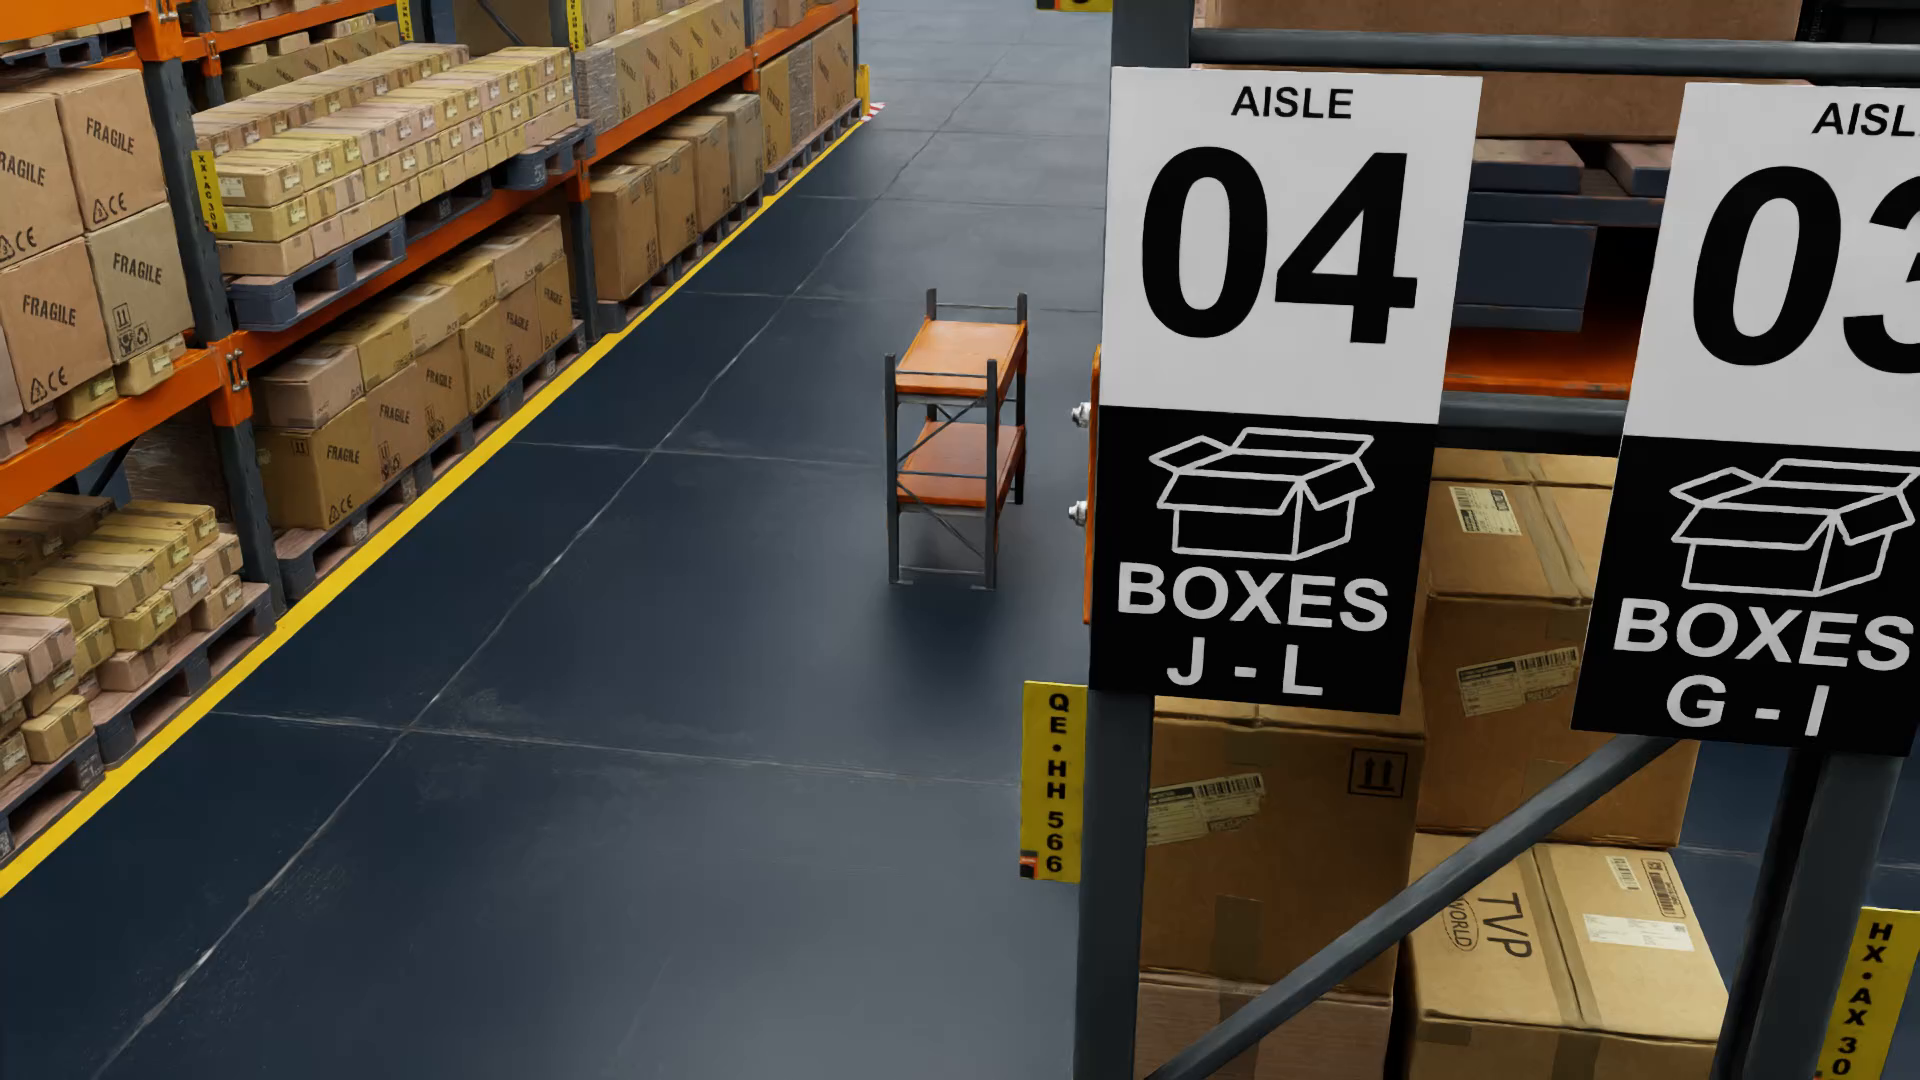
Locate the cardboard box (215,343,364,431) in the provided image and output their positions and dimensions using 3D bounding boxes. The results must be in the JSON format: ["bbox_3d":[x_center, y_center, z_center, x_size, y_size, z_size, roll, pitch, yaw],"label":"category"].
[{"bbox_3d":[-3.172,-0.728,7.837,0.500,0.250,0.500,3,25,6],"label":"cardboard box"}]

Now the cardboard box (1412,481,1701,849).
[{"bbox_3d":[1.096,0.221,3.180,0.500,0.500,0.500,3,25,7],"label":"cardboard box"}]

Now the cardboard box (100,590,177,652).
[{"bbox_3d":[-3.350,0.307,6.572,0.380,0.149,0.250,3,25,7],"label":"cardboard box"}]

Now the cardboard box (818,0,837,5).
[{"bbox_3d":[-1.677,-5.737,16.791,0.875,0.550,0.550,4,25,9],"label":"cardboard box"}]

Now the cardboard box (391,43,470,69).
[{"bbox_3d":[-3.168,-2.877,9.958,0.380,0.149,0.250,4,25,9],"label":"cardboard box"}]

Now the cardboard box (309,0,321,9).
[{"bbox_3d":[-6.547,-5.324,16.382,0.380,0.149,0.250,4,25,8],"label":"cardboard box"}]

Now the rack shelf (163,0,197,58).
[{"bbox_3d":[-3.227,-2.909,8.237,1.077,0.370,4.000,4,25,9],"label":"rack shelf"}]

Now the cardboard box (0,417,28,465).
[{"bbox_3d":[-3.488,-0.346,5.747,0.380,0.149,0.250,3,25,6],"label":"cardboard box"}]

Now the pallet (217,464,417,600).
[{"bbox_3d":[-3.428,-0.103,8.221,1.003,0.211,1.213,4,25,9],"label":"pallet"}]

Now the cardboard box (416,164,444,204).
[{"bbox_3d":[-2.828,-1.796,8.349,0.380,0.149,0.250,4,25,8],"label":"cardboard box"}]

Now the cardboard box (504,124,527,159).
[{"bbox_3d":[-2.656,-2.236,9.289,0.380,0.149,0.250,4,25,8],"label":"cardboard box"}]

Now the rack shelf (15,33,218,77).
[{"bbox_3d":[-7.473,-3.524,13.090,1.077,0.370,4.000,4,25,9],"label":"rack shelf"}]

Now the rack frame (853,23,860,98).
[{"bbox_3d":[-1.593,-6.059,17.656,1.000,3.000,0.127,4,25,9],"label":"rack frame"}]

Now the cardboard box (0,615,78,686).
[{"bbox_3d":[-3.464,0.395,6.033,0.380,0.149,0.250,3,25,6],"label":"cardboard box"}]

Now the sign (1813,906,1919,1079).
[{"bbox_3d":[1.216,0.632,2.247,0.100,0.325,0.005,4,25,9],"label":"sign"}]

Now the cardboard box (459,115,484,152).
[{"bbox_3d":[-2.740,-2.146,8.747,0.380,0.149,0.250,5,25,10],"label":"cardboard box"}]

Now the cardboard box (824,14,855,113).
[{"bbox_3d":[-1.638,-4.999,17.401,0.875,0.875,0.875,4,25,9],"label":"cardboard box"}]

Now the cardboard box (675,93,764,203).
[{"bbox_3d":[-2.259,-3.291,13.902,1.050,0.750,0.750,4,25,8],"label":"cardboard box"}]

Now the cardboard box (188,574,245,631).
[{"bbox_3d":[-3.282,0.249,7.048,0.380,0.149,0.250,4,25,9],"label":"cardboard box"}]

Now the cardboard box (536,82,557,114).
[{"bbox_3d":[-2.574,-2.574,9.661,0.380,0.149,0.250,5,26,10],"label":"cardboard box"}]

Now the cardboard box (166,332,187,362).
[{"bbox_3d":[-3.370,-0.791,6.697,0.380,0.149,0.250,4,25,8],"label":"cardboard box"}]

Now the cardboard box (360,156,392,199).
[{"bbox_3d":[-2.912,-1.709,7.814,0.380,0.149,0.250,3,25,6],"label":"cardboard box"}]

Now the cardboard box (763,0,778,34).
[{"bbox_3d":[-2.130,-4.841,14.876,0.875,0.550,0.550,4,25,9],"label":"cardboard box"}]

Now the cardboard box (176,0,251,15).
[{"bbox_3d":[-6.800,-5.031,14.992,0.500,0.500,0.500,4,25,8],"label":"cardboard box"}]

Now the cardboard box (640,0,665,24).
[{"bbox_3d":[-2.571,-4.038,12.042,0.700,0.500,0.500,4,25,8],"label":"cardboard box"}]

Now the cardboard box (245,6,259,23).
[{"bbox_3d":[-6.775,-4.905,15.487,0.380,0.149,0.250,4,25,8],"label":"cardboard box"}]

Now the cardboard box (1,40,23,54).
[{"bbox_3d":[-7.359,-3.781,12.590,0.380,0.149,0.250,5,26,11],"label":"cardboard box"}]

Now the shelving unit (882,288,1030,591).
[{"bbox_3d":[-0.001,-0.507,8.005,0.538,1.125,1.048,4,25,9],"label":"shelving unit"}]

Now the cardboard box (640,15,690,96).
[{"bbox_3d":[-2.314,-3.559,12.198,0.500,0.500,0.500,4,25,8],"label":"cardboard box"}]

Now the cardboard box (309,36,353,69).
[{"bbox_3d":[-6.538,-4.862,16.962,0.500,0.500,0.500,3,25,7],"label":"cardboard box"}]

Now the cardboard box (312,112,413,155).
[{"bbox_3d":[-2.867,-1.954,7.986,0.380,0.149,0.250,4,25,8],"label":"cardboard box"}]

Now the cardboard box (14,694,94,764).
[{"bbox_3d":[-3.451,0.681,6.123,0.380,0.149,0.250,4,25,8],"label":"cardboard box"}]

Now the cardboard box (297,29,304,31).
[{"bbox_3d":[-6.982,-5.097,17.464,0.500,0.500,0.500,3,25,7],"label":"cardboard box"}]

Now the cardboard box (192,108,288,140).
[{"bbox_3d":[-3.507,-2.000,8.084,0.380,0.149,0.250,3,25,7],"label":"cardboard box"}]

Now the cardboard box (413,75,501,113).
[{"bbox_3d":[-2.699,-2.395,8.928,0.380,0.149,0.250,4,25,9],"label":"cardboard box"}]

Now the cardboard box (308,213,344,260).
[{"bbox_3d":[-2.996,-1.366,7.430,0.380,0.149,0.250,4,25,9],"label":"cardboard box"}]

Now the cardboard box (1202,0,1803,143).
[{"bbox_3d":[0.701,-0.842,2.240,0.700,0.500,0.500,3,25,5],"label":"cardboard box"}]

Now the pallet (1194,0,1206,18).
[{"bbox_3d":[0.977,-1.122,3.676,1.003,0.211,1.213,4,25,9],"label":"pallet"}]

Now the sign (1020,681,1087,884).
[{"bbox_3d":[0.136,0.344,2.332,0.100,0.325,0.005,4,25,9],"label":"sign"}]

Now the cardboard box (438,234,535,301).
[{"bbox_3d":[-2.825,-1.594,9.687,0.500,0.250,0.500,4,25,9],"label":"cardboard box"}]

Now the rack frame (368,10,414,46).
[{"bbox_3d":[-6.493,-6.360,18.298,1.000,3.000,0.127,4,25,9],"label":"rack frame"}]

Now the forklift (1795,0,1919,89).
[{"bbox_3d":[4.090,-1.032,6.996,3.031,2.935,1.130,4,25,9],"label":"forklift"}]

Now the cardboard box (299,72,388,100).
[{"bbox_3d":[-3.339,-2.440,9.024,0.380,0.149,0.250,5,26,11],"label":"cardboard box"}]

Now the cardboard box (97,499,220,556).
[{"bbox_3d":[-3.355,-0.042,6.966,0.380,0.149,0.250,5,25,10],"label":"cardboard box"}]

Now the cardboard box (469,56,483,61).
[{"bbox_3d":[-3.091,-2.965,10.929,0.500,0.500,0.500,4,25,9],"label":"cardboard box"}]

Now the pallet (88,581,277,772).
[{"bbox_3d":[-3.629,0.506,6.919,1.003,0.211,1.213,4,25,9],"label":"pallet"}]

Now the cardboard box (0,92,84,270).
[{"bbox_3d":[-3.443,-1.241,5.715,0.500,0.500,0.500,3,25,7],"label":"cardboard box"}]

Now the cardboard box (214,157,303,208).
[{"bbox_3d":[-3.036,-1.519,7.056,0.380,0.149,0.250,5,26,11],"label":"cardboard box"}]

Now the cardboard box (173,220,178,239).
[{"bbox_3d":[-3.643,-1.405,7.514,0.380,0.149,0.250,4,25,9],"label":"cardboard box"}]

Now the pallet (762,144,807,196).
[{"bbox_3d":[-2.045,-3.436,15.341,1.003,0.211,1.213,4,25,9],"label":"pallet"}]

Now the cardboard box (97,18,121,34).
[{"bbox_3d":[-7.063,-4.202,13.491,0.380,0.149,0.250,4,25,9],"label":"cardboard box"}]

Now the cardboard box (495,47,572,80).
[{"bbox_3d":[-2.528,-2.822,9.840,0.380,0.149,0.250,3,25,6],"label":"cardboard box"}]

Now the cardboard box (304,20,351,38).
[{"bbox_3d":[-6.449,-5.211,16.944,0.380,0.149,0.250,5,26,11],"label":"cardboard box"}]

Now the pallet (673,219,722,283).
[{"bbox_3d":[-2.495,-2.283,12.879,1.003,0.211,1.213,4,25,9],"label":"pallet"}]

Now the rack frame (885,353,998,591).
[{"bbox_3d":[-0.084,-0.294,7.551,0.500,1.125,0.032,4,25,9],"label":"rack frame"}]

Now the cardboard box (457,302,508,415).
[{"bbox_3d":[-2.909,-1.038,9.384,0.500,0.500,0.500,3,25,6],"label":"cardboard box"}]
